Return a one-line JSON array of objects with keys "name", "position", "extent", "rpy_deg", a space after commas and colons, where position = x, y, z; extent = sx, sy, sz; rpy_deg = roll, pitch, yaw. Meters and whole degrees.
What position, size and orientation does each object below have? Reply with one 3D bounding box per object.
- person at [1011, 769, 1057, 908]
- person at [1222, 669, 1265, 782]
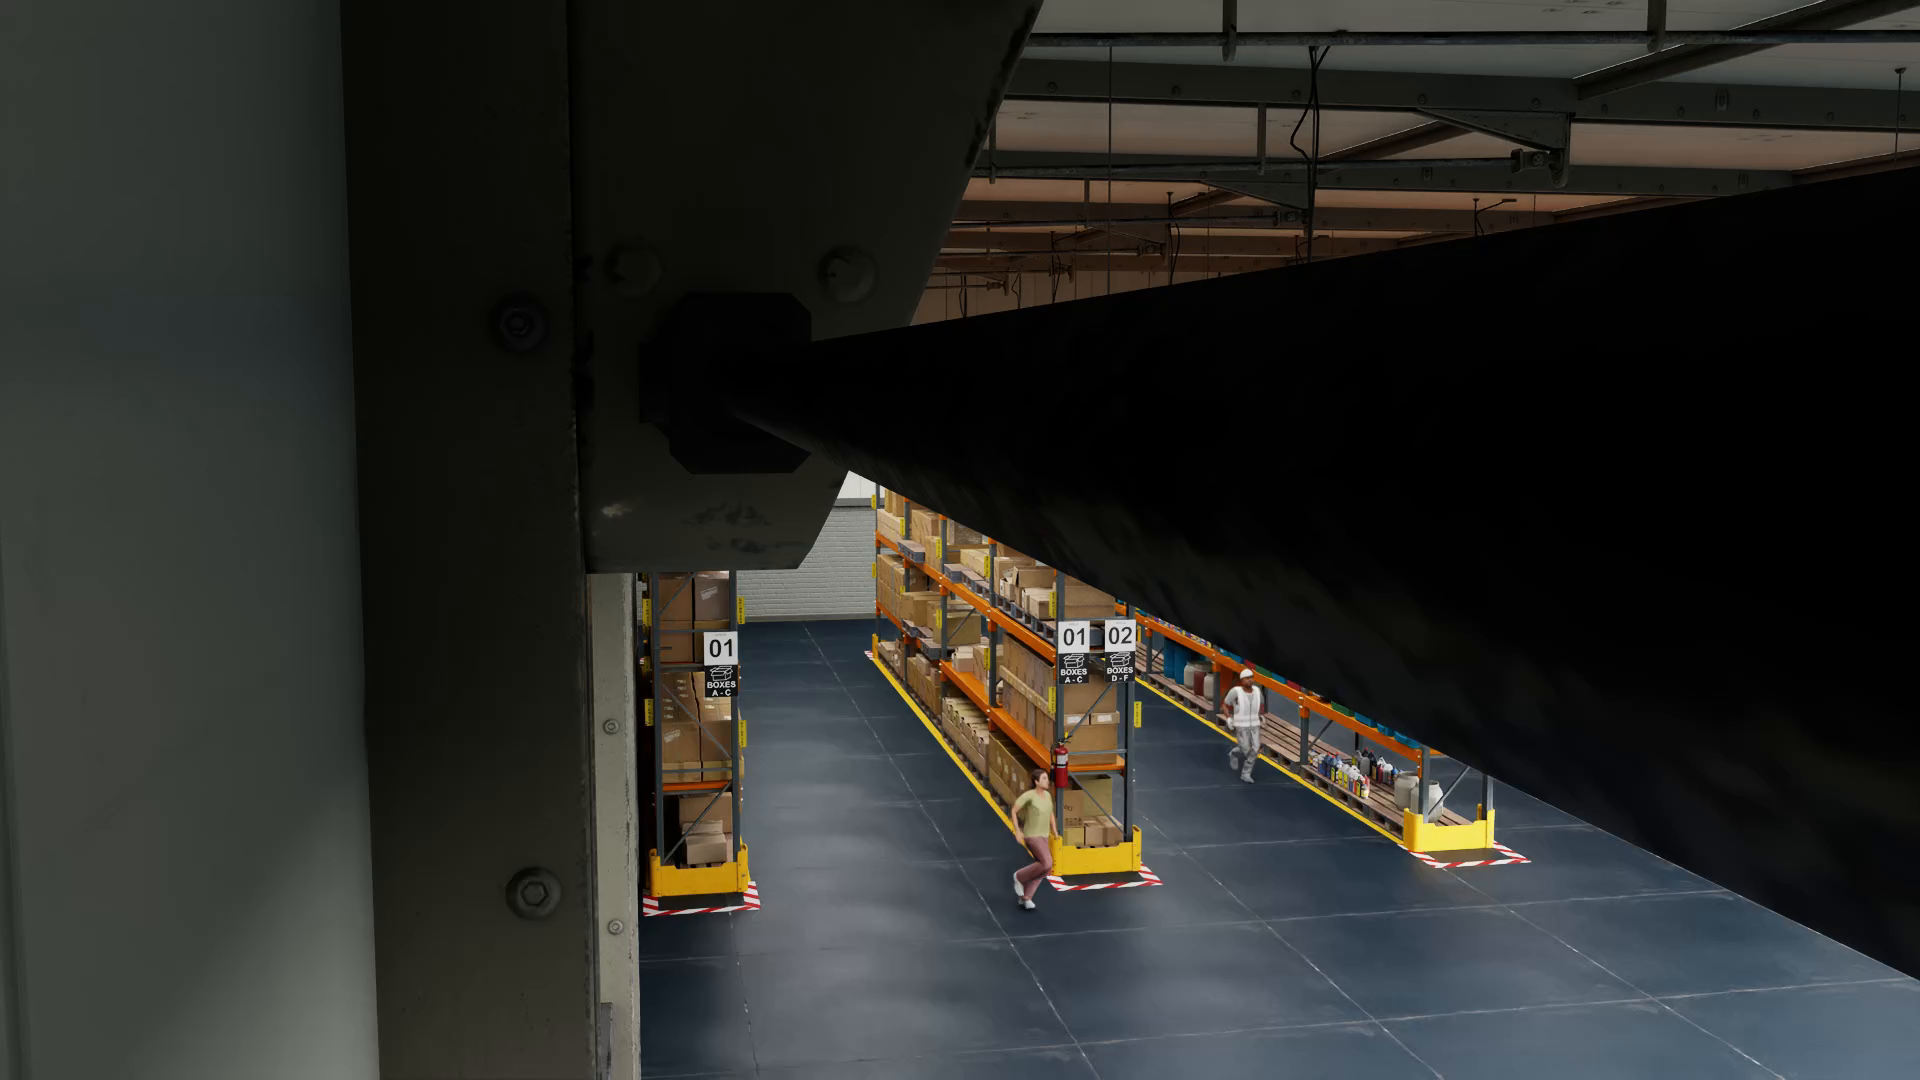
[{"name": "person", "position": [0.960, 3.516, 19.671], "extent": [0.515, 1.596, 0.613], "rpy_deg": [6, 8, 44]}, {"name": "person", "position": [4.401, 2.848, 25.593], "extent": [0.688, 1.735, 0.599], "rpy_deg": [-2, 6, -16]}]
